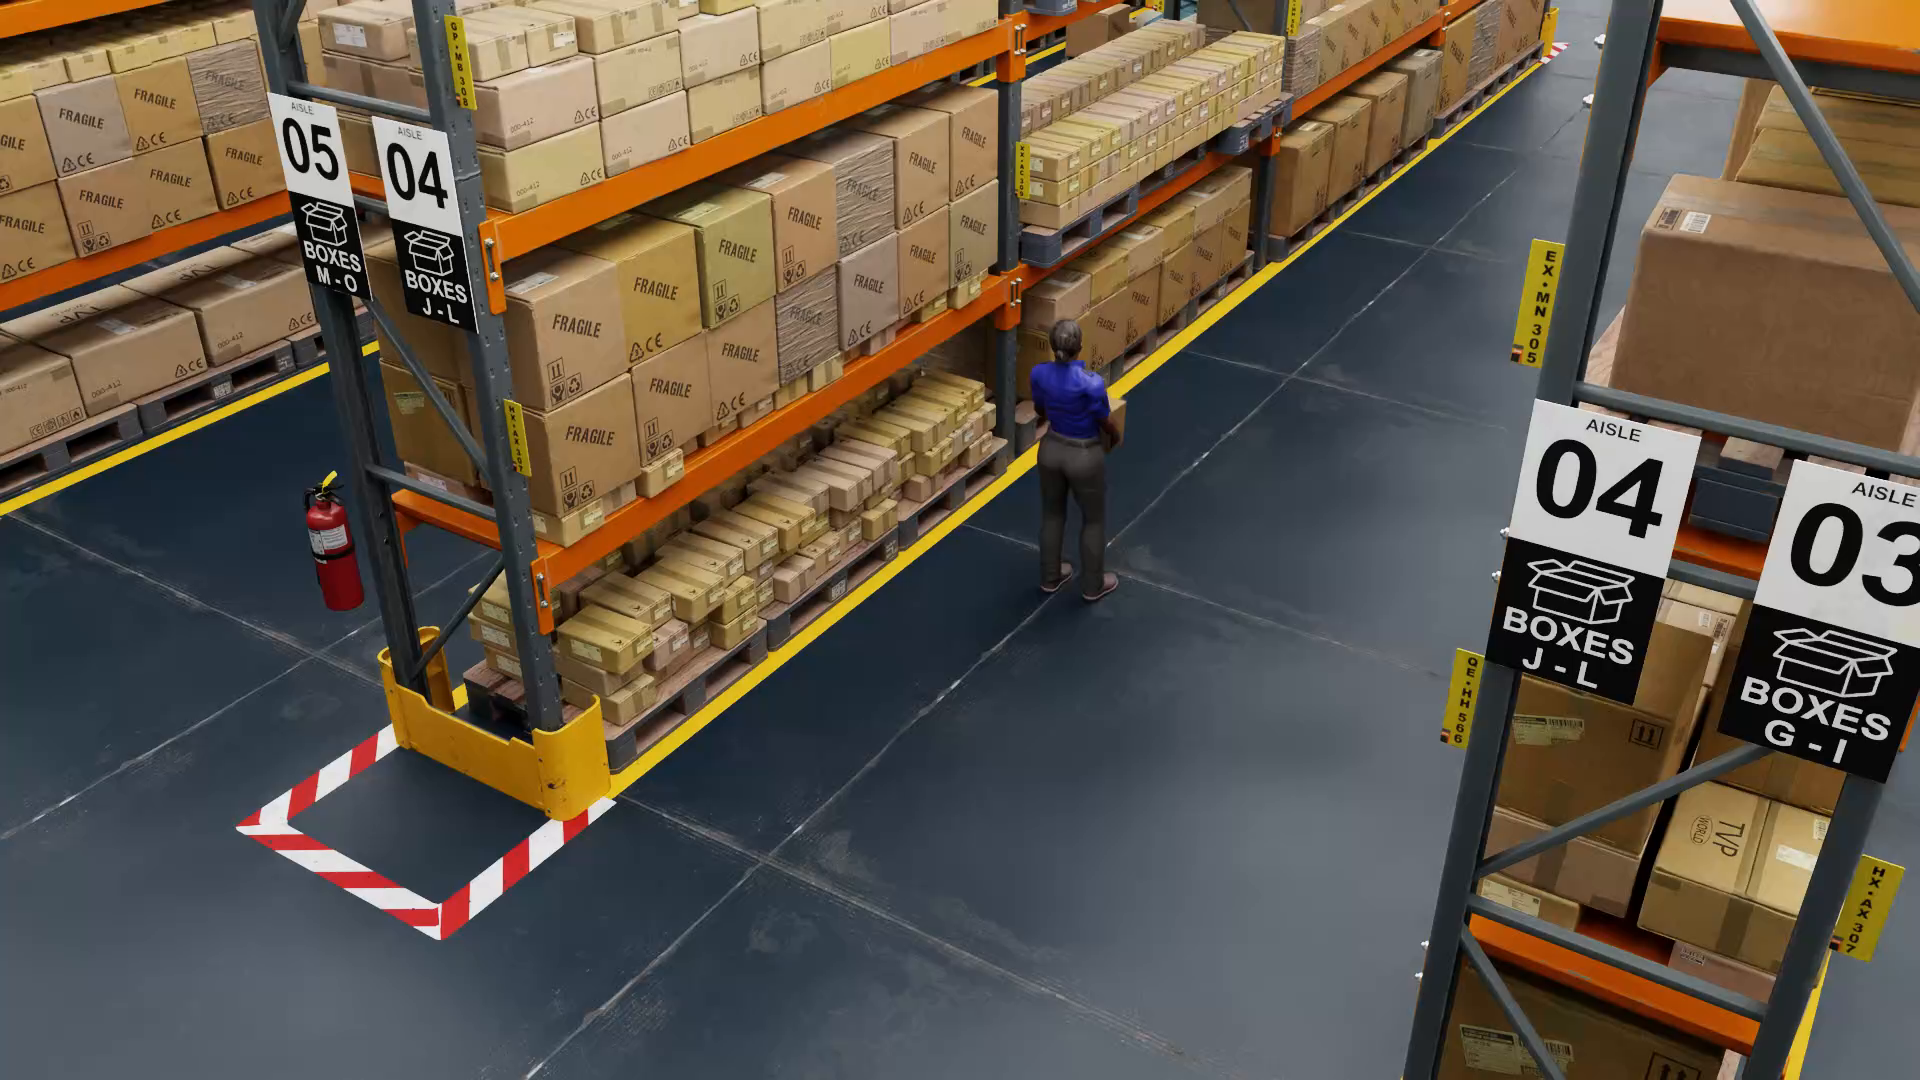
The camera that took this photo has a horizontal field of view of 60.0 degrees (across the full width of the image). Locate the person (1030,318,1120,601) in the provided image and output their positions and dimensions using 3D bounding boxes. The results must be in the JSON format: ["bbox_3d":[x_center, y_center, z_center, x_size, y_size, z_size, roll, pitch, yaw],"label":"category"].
[{"bbox_3d":[0.629,-0.459,8.959,0.474,1.657,0.497,17,35,27],"label":"person"}]
